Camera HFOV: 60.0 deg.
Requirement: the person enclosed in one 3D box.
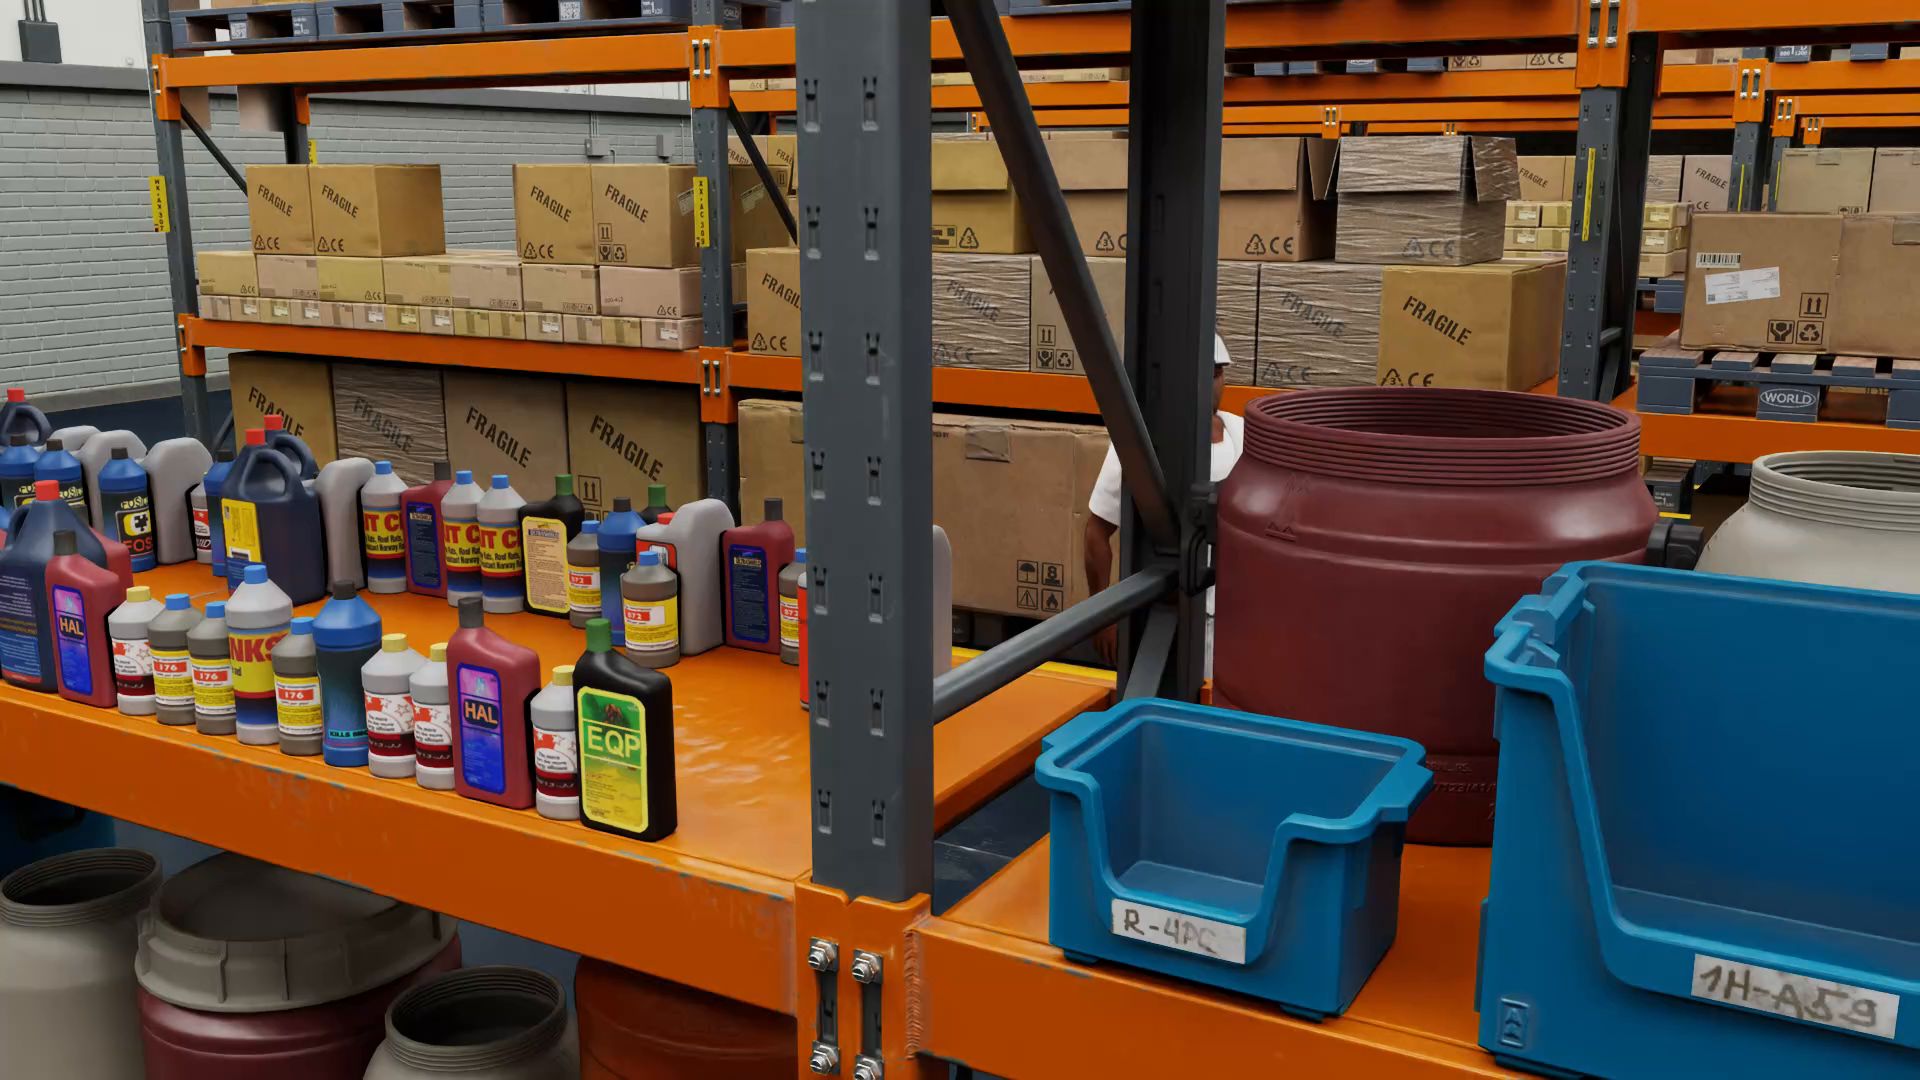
[{"bbox_3d":[0.793,0.206,5.075,0.624,1.711,1.060,-9,15,-34],"label":"person"}]
